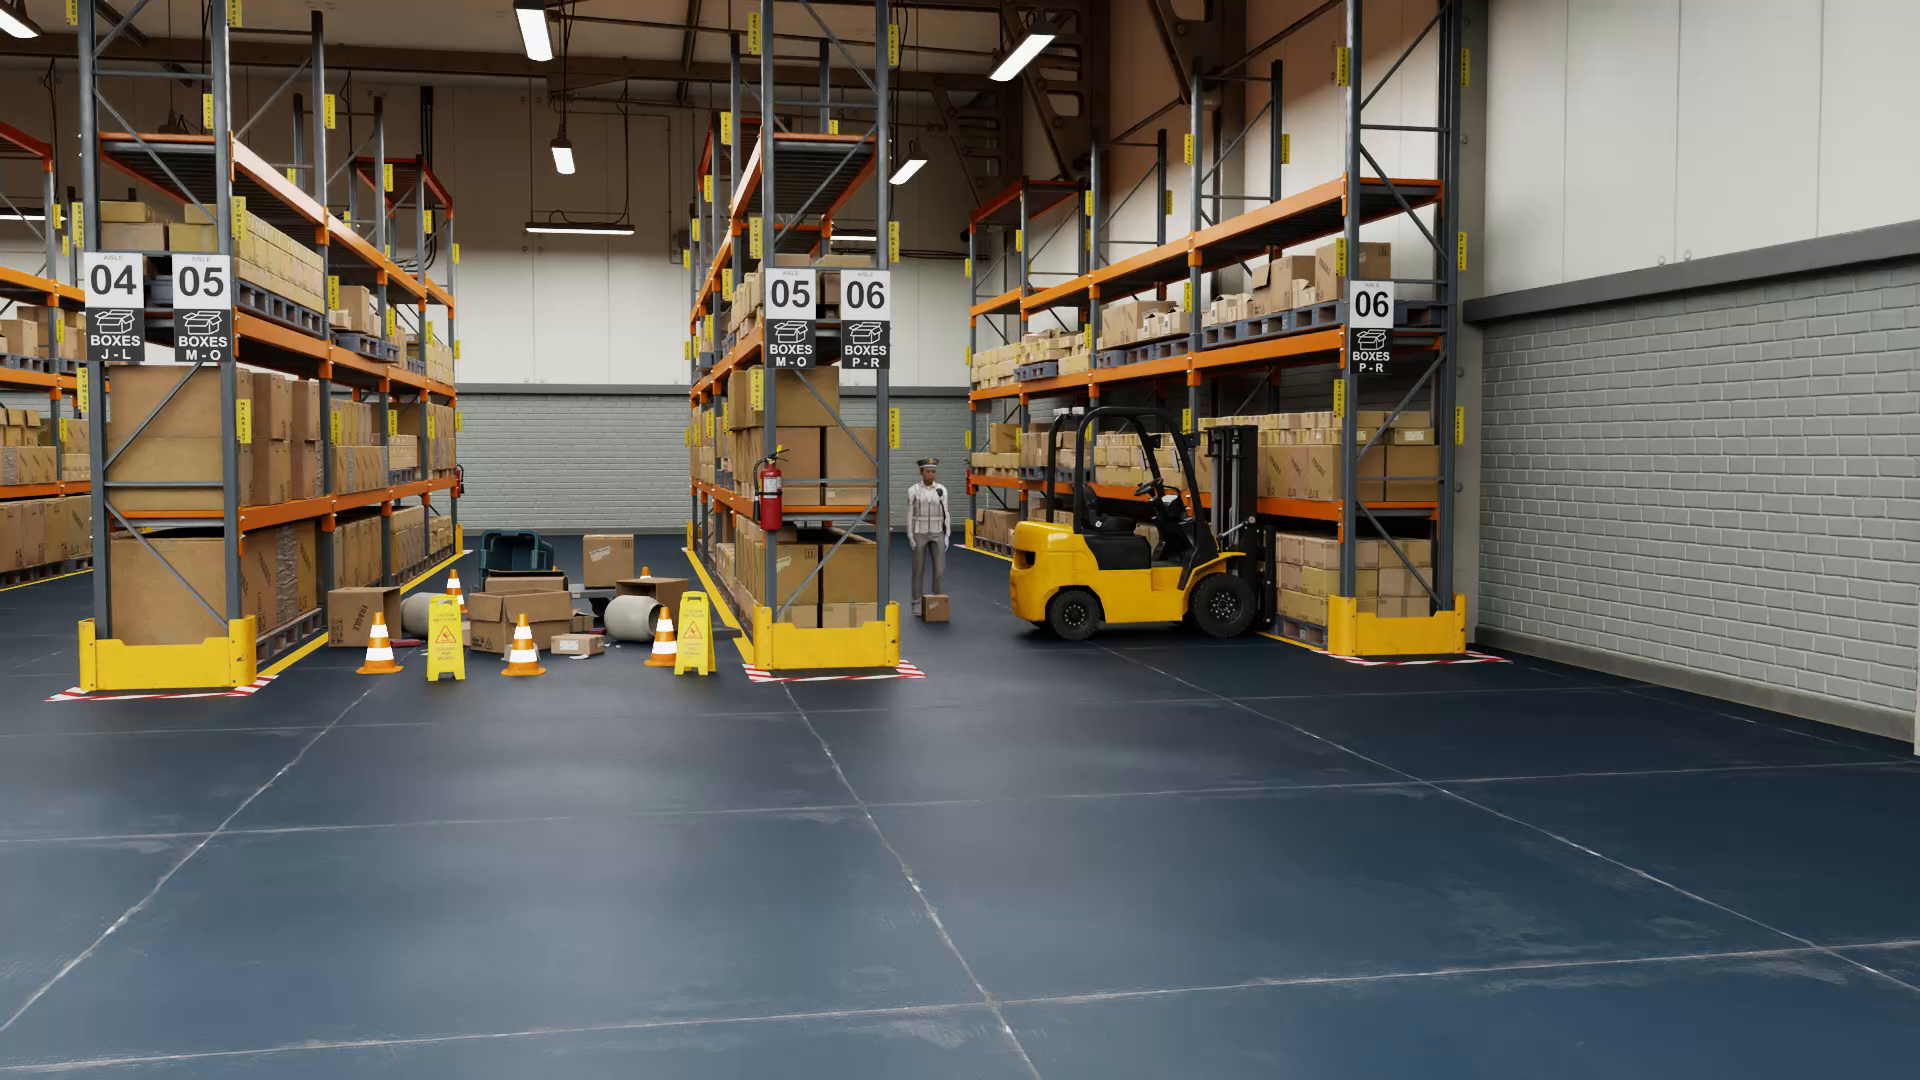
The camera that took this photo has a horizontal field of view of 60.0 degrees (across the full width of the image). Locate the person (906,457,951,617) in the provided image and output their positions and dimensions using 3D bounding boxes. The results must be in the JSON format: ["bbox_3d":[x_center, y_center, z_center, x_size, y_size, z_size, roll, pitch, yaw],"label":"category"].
[{"bbox_3d":[-0.328,-0.032,17.613,0.472,1.683,0.350,-1,3,-10],"label":"person"}]
